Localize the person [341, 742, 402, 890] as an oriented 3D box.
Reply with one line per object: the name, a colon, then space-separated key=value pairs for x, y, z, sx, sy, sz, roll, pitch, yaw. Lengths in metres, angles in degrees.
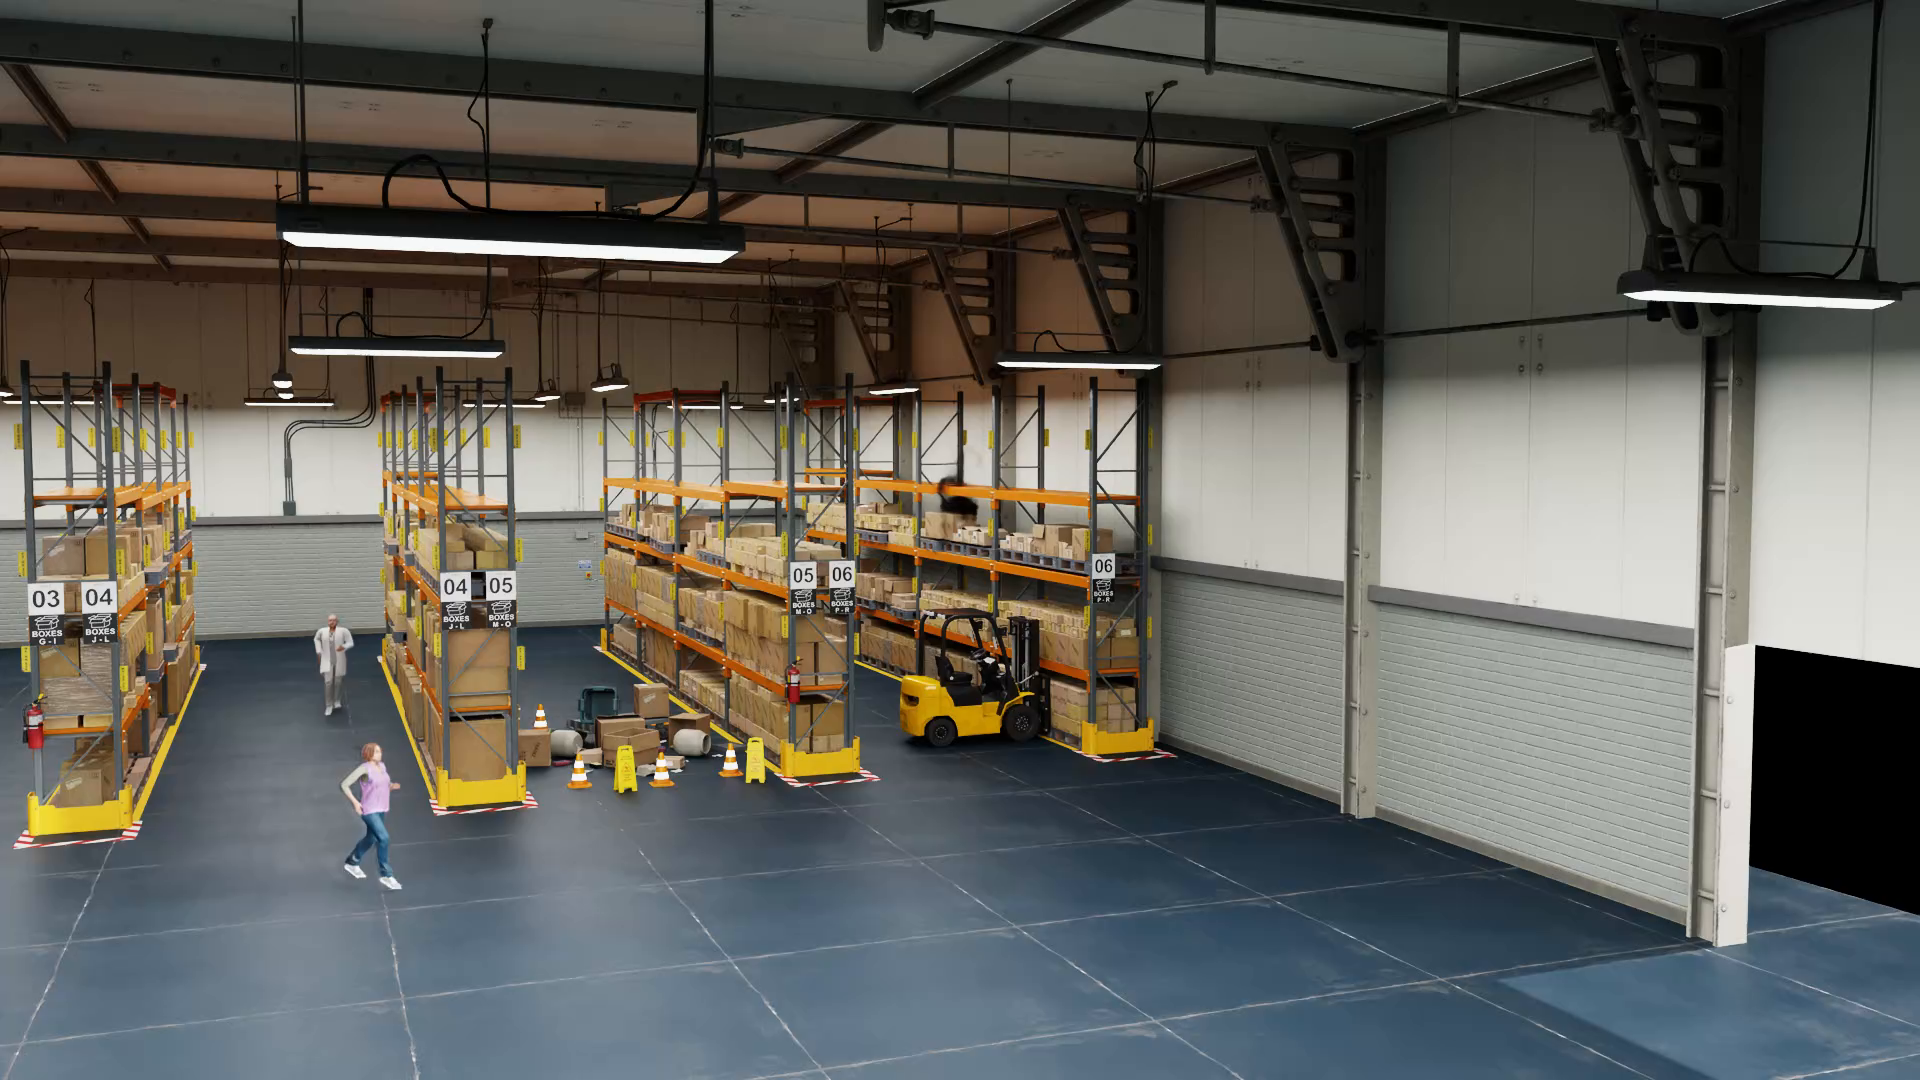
person: x=-6.586 y=3.068 z=18.610 sx=0.783 sy=1.631 sz=0.518 roll=1 pitch=4 yaw=13

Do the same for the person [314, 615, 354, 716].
person: x=-11.506 y=2.281 z=30.593 sx=0.688 sy=1.841 sz=0.873 roll=-1 pitch=4 yaw=-20

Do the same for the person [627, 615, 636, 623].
person: x=-8.021 y=1.715 z=41.058 sx=0.500 sy=1.651 sz=0.650 roll=1 pitch=4 yaw=22
